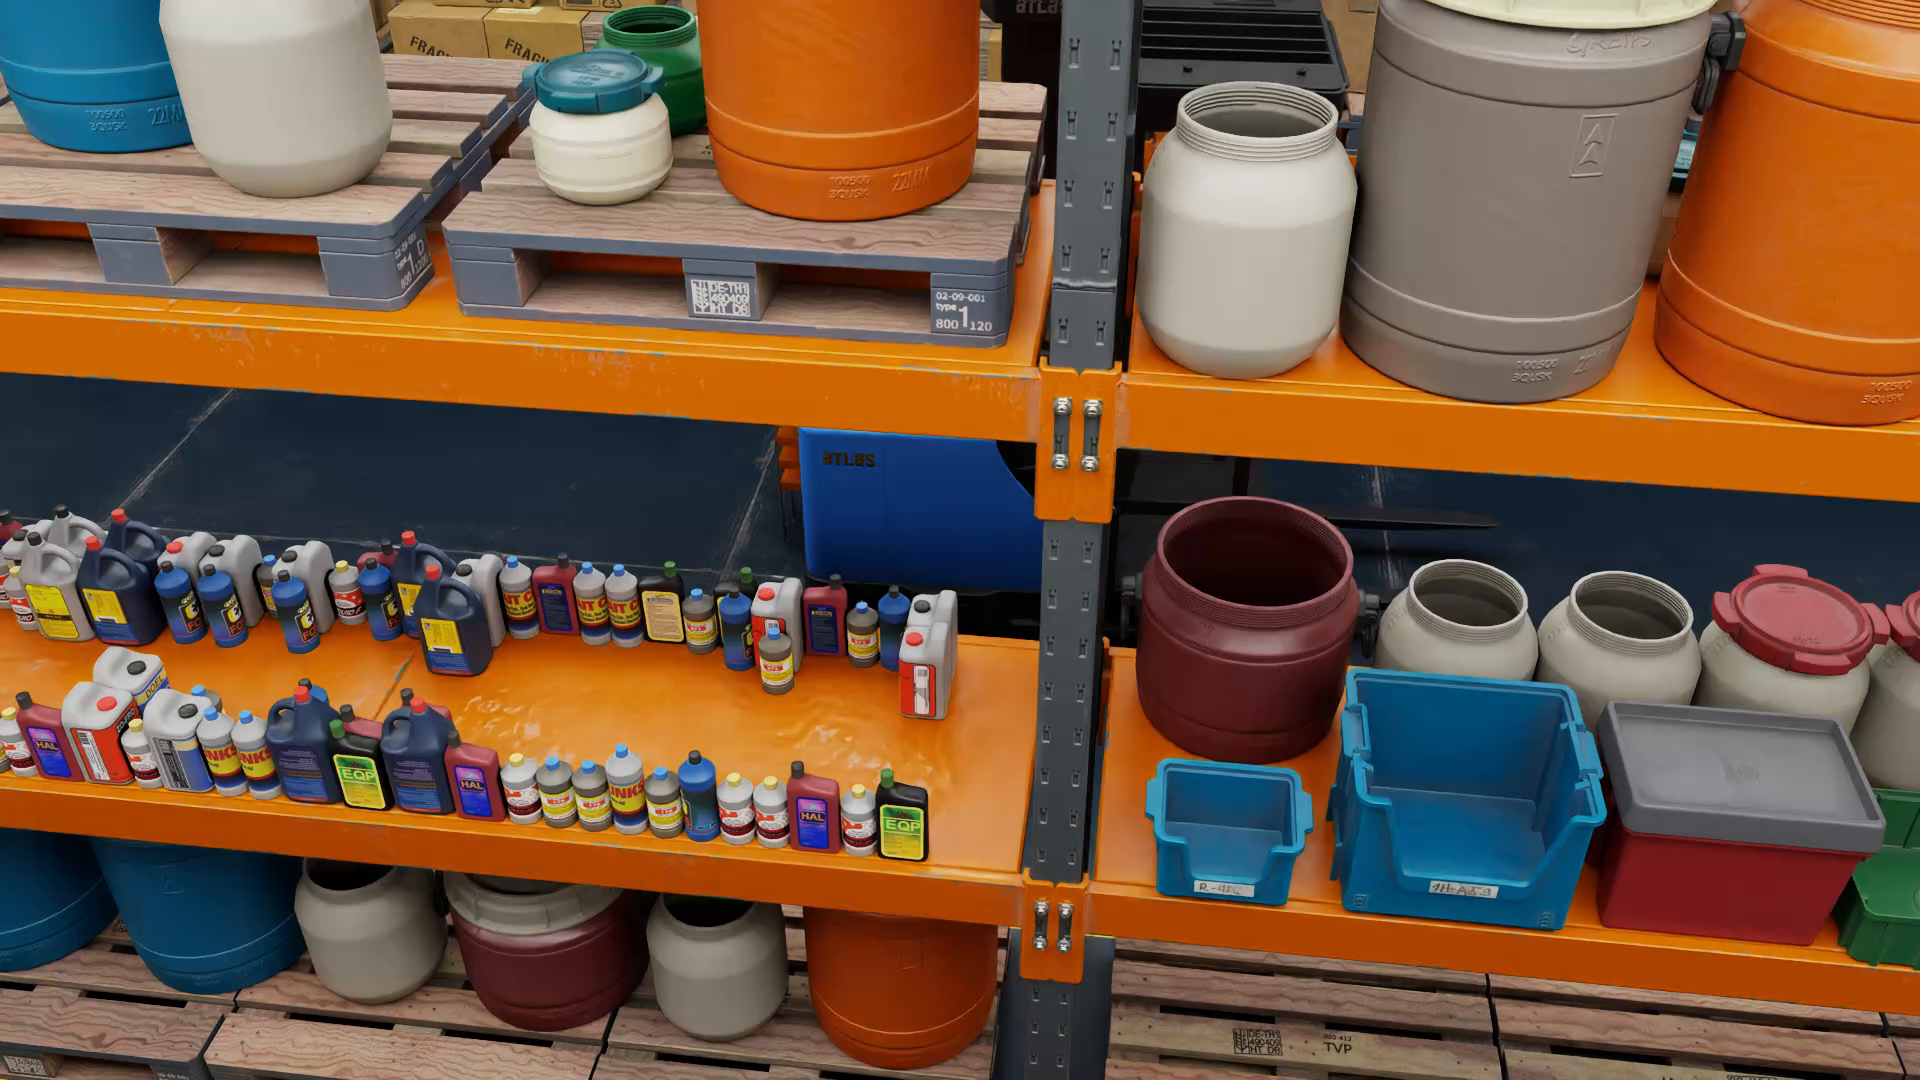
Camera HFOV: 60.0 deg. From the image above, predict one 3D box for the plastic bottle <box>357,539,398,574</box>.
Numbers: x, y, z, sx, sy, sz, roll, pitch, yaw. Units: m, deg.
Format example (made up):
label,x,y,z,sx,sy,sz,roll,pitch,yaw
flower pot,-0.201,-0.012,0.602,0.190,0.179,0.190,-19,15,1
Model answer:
label,x,y,z,sx,sy,sz,roll,pitch,yaw
plastic bottle,-1.767,0.119,5.101,0.133,0.283,0.061,4,36,6

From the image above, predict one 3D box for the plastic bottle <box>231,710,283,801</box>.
label,x,y,z,sx,sy,sz,roll,pitch,yaw
plastic bottle,-1.893,0.570,4.480,0.097,0.271,0.097,0,36,0

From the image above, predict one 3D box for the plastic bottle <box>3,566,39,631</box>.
label,x,y,z,sx,sy,sz,roll,pitch,yaw
plastic bottle,-2.863,0.171,5.100,0.097,0.201,0.097,0,36,0

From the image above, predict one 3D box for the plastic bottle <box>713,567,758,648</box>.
label,x,y,z,sx,sy,sz,roll,pitch,yaw
plastic bottle,-0.667,0.201,4.986,0.133,0.283,0.061,4,36,6

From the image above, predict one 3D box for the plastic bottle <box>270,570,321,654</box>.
label,x,y,z,sx,sy,sz,roll,pitch,yaw
plastic bottle,-2.000,0.207,4.989,0.097,0.271,0.097,0,36,0

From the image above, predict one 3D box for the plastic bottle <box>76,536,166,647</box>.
label,x,y,z,sx,sy,sz,roll,pitch,yaw
plastic bottle,-2.542,0.143,5.010,0.185,0.351,0.144,4,36,6

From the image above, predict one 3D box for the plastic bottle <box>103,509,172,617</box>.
label,x,y,z,sx,sy,sz,roll,pitch,yaw
plastic bottle,-2.524,0.060,5.126,0.185,0.351,0.144,4,36,6

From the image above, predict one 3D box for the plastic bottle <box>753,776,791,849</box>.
label,x,y,z,sx,sy,sz,roll,pitch,yaw
plastic bottle,-0.490,0.703,4.354,0.097,0.201,0.097,0,36,0

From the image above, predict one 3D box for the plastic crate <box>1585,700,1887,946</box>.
label,x,y,z,sx,sy,sz,roll,pitch,yaw
plastic crate,1.871,0.712,4.115,0.583,0.464,0.402,4,36,6

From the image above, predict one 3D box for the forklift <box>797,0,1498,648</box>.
label,x,y,z,sx,sy,sz,roll,pitch,yaw
forklift,0.883,-0.997,6.624,3.031,2.935,1.130,3,36,4

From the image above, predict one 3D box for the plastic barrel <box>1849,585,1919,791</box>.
label,x,y,z,sx,sy,sz,roll,pitch,yaw
plastic barrel,2.626,0.432,4.446,0.433,0.535,0.433,0,36,0

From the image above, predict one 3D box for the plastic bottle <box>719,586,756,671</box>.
label,x,y,z,sx,sy,sz,roll,pitch,yaw
plastic bottle,-0.659,0.253,4.924,0.097,0.271,0.097,0,36,0

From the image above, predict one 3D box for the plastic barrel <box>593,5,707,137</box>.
label,x,y,z,sx,sy,sz,roll,pitch,yaw
plastic barrel,-0.715,-1.097,3.895,0.294,0.245,0.294,0,36,0

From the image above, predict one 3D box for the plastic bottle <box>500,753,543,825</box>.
label,x,y,z,sx,sy,sz,roll,pitch,yaw
plastic bottle,-1.166,0.653,4.424,0.097,0.201,0.097,0,36,0

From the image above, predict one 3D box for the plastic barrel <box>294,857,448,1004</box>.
label,x,y,z,sx,sy,sz,roll,pitch,yaw
plastic barrel,-1.872,1.184,5.289,0.421,0.512,0.421,0,36,0

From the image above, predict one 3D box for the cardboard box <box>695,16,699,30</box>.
label,x,y,z,sx,sy,sz,roll,pitch,yaw
cardboard box,-1.097,-2.461,8.530,0.500,0.500,0.500,5,36,7

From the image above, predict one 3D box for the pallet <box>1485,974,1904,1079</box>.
label,x,y,z,sx,sy,sz,roll,pitch,yaw
pallet,2.277,1.749,5.118,1.213,0.211,1.003,4,36,6

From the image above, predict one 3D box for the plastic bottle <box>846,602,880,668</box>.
label,x,y,z,sx,sy,sz,roll,pitch,yaw
plastic bottle,-0.289,0.274,4.955,0.097,0.201,0.097,0,36,0

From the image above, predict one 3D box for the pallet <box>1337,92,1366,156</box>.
label,x,y,z,sx,sy,sz,roll,pitch,yaw
pallet,1.658,-2.342,8.614,1.003,0.211,1.213,4,36,6

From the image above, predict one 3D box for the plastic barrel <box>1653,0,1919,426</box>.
label,x,y,z,sx,sy,sz,roll,pitch,yaw
plastic barrel,1.743,-0.719,3.223,0.708,0.830,0.600,4,36,6

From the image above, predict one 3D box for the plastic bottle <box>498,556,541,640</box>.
label,x,y,z,sx,sy,sz,roll,pitch,yaw
plastic bottle,-1.338,0.167,5.045,0.097,0.271,0.097,0,36,0

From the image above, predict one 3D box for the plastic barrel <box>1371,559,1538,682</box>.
label,x,y,z,sx,sy,sz,roll,pitch,yaw
plastic barrel,1.354,0.350,4.581,0.421,0.512,0.421,0,36,0

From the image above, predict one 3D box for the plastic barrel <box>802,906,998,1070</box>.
label,x,y,z,sx,sy,sz,roll,pitch,yaw
plastic barrel,-0.180,1.129,5.093,0.708,0.830,0.600,4,36,6

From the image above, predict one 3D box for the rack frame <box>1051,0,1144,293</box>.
label,x,y,z,sx,sy,sz,roll,pitch,yaw
rack frame,0.307,-1.999,2.805,0.127,3.000,1.000,4,36,6

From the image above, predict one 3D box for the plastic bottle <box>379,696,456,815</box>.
label,x,y,z,sx,sy,sz,roll,pitch,yaw
plastic bottle,-1.435,0.558,4.428,0.185,0.351,0.144,4,36,6

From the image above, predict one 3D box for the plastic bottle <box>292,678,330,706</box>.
label,x,y,z,sx,sy,sz,roll,pitch,yaw
plastic bottle,-1.778,0.494,4.586,0.097,0.271,0.097,0,36,0

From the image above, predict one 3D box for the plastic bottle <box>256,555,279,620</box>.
label,x,y,z,sx,sy,sz,roll,pitch,yaw
plastic bottle,-2.114,0.138,5.146,0.097,0.201,0.097,0,36,0

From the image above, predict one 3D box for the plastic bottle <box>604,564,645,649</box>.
label,x,y,z,sx,sy,sz,roll,pitch,yaw
plastic bottle,-1.013,0.191,5.011,0.097,0.271,0.097,0,36,0

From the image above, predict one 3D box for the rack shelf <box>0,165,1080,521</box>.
label,x,y,z,sx,sy,sz,roll,pitch,yaw
rack shelf,-1.677,-0.633,4.093,4.000,0.370,1.077,4,36,6

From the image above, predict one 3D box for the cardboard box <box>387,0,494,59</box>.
label,x,y,z,sx,sy,sz,roll,pitch,yaw
cardboard box,-2.605,-2.570,8.682,0.500,0.500,0.500,4,36,6

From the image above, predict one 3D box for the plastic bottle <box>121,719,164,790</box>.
label,x,y,z,sx,sy,sz,roll,pitch,yaw
plastic bottle,-2.220,0.574,4.534,0.097,0.201,0.097,0,36,0

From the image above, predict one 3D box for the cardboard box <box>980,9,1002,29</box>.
label,x,y,z,sx,sy,sz,roll,pitch,yaw
cardboard box,0.215,-2.924,8.315,0.637,0.503,0.797,5,36,8

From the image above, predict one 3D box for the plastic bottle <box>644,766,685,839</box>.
label,x,y,z,sx,sy,sz,roll,pitch,yaw
plastic bottle,-0.779,0.682,4.384,0.097,0.201,0.097,0,36,0

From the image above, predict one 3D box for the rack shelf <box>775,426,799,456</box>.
label,x,y,z,sx,sy,sz,roll,pitch,yaw
rack shelf,-0.715,-0.486,7.471,0.180,0.103,0.258,2,36,5

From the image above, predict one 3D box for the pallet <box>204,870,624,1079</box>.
label,x,y,z,sx,sy,sz,roll,pitch,yaw
pallet,-1.687,1.452,5.534,1.213,0.211,1.003,4,36,6

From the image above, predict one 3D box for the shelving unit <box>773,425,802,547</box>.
label,x,y,z,sx,sy,sz,roll,pitch,yaw
shelving unit,-0.716,-0.522,7.446,0.189,1.200,0.258,2,36,5

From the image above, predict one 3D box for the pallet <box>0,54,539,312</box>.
label,x,y,z,sx,sy,sz,roll,pitch,yaw
pallet,-1.745,-0.913,4.028,1.213,0.211,1.003,4,36,6

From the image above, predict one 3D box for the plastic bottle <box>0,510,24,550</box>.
label,x,y,z,sx,sy,sz,roll,pitch,yaw
plastic bottle,-2.993,0.028,5.229,0.133,0.283,0.061,4,36,6

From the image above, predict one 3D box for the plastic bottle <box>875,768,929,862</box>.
label,x,y,z,sx,sy,sz,roll,pitch,yaw
plastic bottle,-0.149,0.706,4.279,0.133,0.283,0.061,4,36,6

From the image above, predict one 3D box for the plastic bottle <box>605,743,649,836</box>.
label,x,y,z,sx,sy,sz,roll,pitch,yaw
plastic bottle,-0.876,0.646,4.374,0.097,0.271,0.097,0,36,0

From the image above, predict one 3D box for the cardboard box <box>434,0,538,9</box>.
label,x,y,z,sx,sy,sz,roll,pitch,yaw
cardboard box,-2.395,-3.114,8.581,0.637,0.503,0.797,3,36,5

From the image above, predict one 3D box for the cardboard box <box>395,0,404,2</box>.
label,x,y,z,sx,sy,sz,roll,pitch,yaw
cardboard box,-4.528,-4.540,13.621,0.250,0.149,0.380,3,36,4

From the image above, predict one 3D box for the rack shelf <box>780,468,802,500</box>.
label,x,y,z,sx,sy,sz,roll,pitch,yaw
rack shelf,-0.710,-0.290,7.610,0.180,0.103,0.258,2,36,5

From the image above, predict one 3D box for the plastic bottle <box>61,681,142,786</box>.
label,x,y,z,sx,sy,sz,roll,pitch,yaw
plastic bottle,-2.332,0.519,4.547,0.135,0.276,0.152,4,36,6

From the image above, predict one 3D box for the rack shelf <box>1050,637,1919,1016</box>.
label,x,y,z,sx,sy,sz,roll,pitch,yaw
rack shelf,2.291,0.883,4.549,4.000,0.370,1.077,4,36,6
